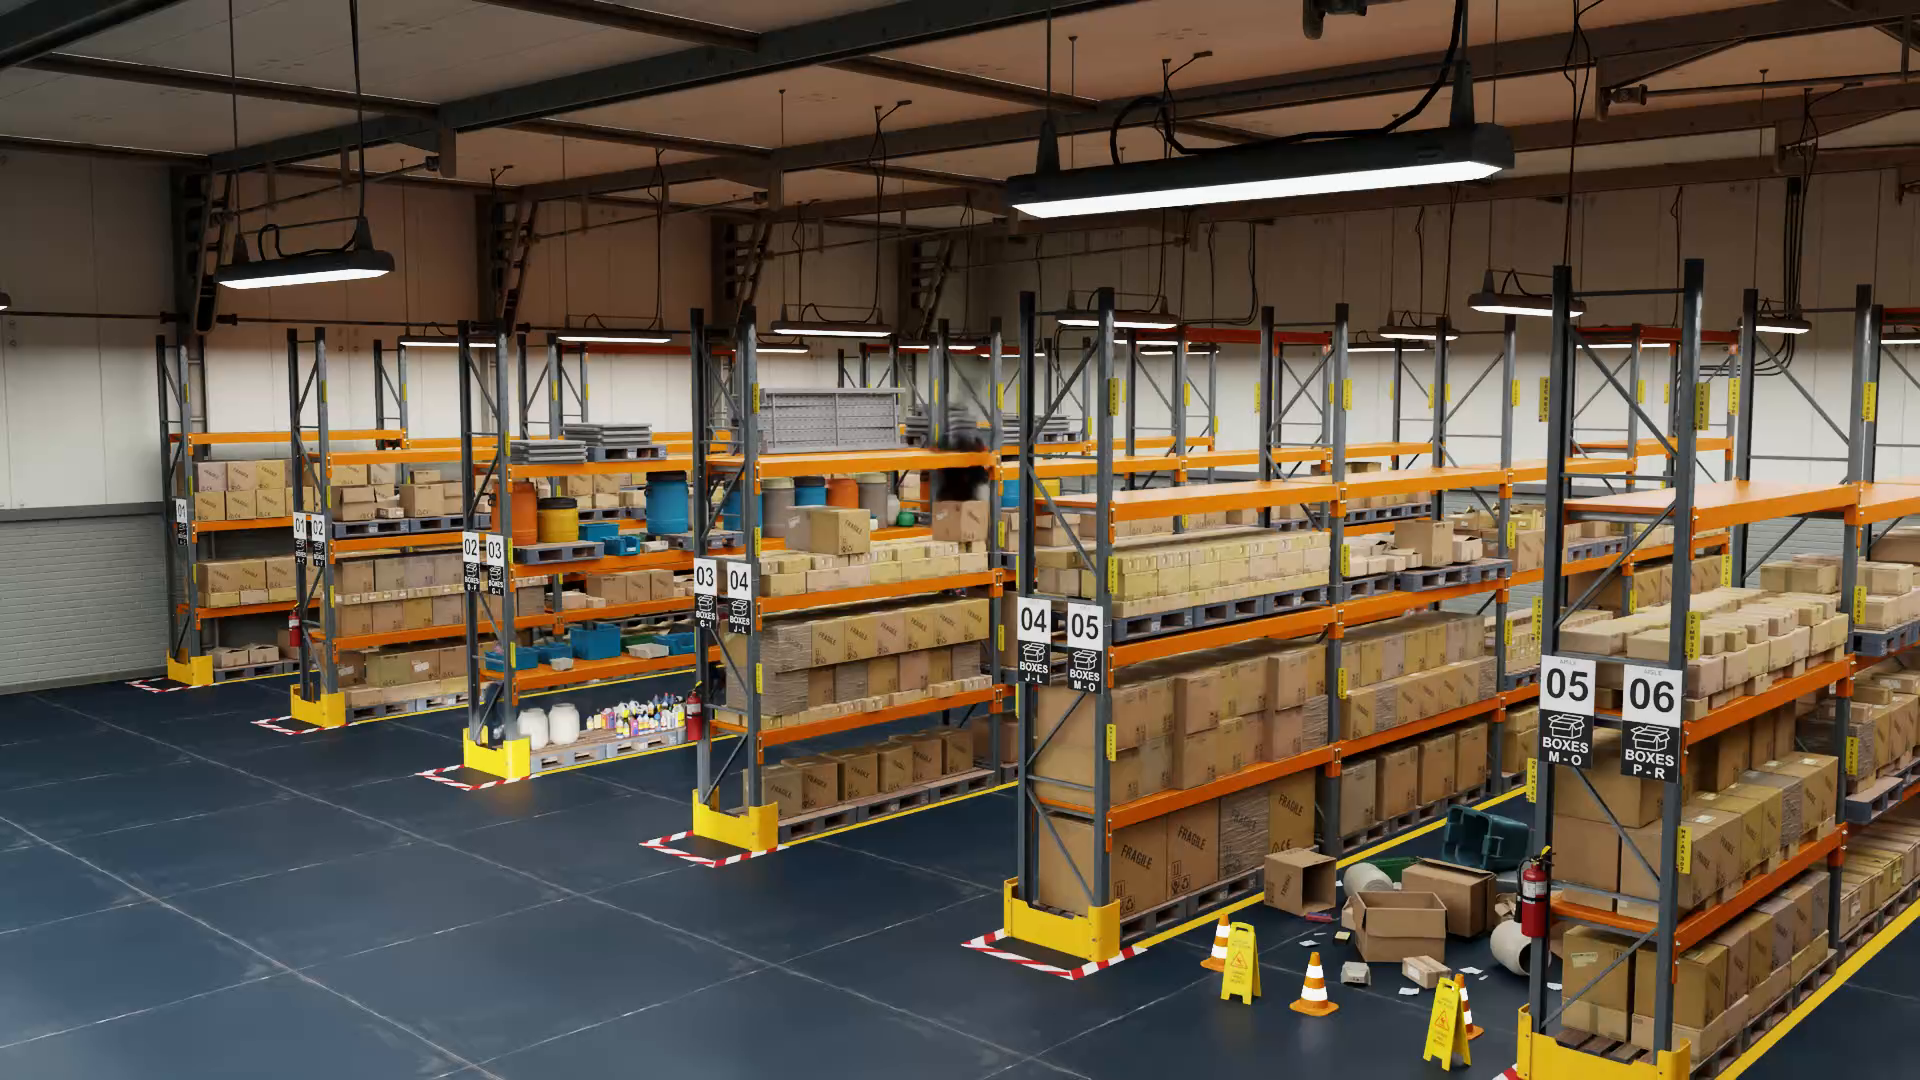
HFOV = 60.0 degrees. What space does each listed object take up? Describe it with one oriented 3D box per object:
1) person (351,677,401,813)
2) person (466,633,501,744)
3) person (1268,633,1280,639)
[{"bbox_3d":[-7.096,2.479,20.233,0.560,1.658,0.712,-1,6,-15],"label":"person"},{"bbox_3d":[-6.800,2.172,23.938,0.600,1.530,0.521,3,6,33],"label":"person"},{"bbox_3d":[4.352,2.103,23.397,0.649,1.738,0.592,4,6,34],"label":"person"}]
